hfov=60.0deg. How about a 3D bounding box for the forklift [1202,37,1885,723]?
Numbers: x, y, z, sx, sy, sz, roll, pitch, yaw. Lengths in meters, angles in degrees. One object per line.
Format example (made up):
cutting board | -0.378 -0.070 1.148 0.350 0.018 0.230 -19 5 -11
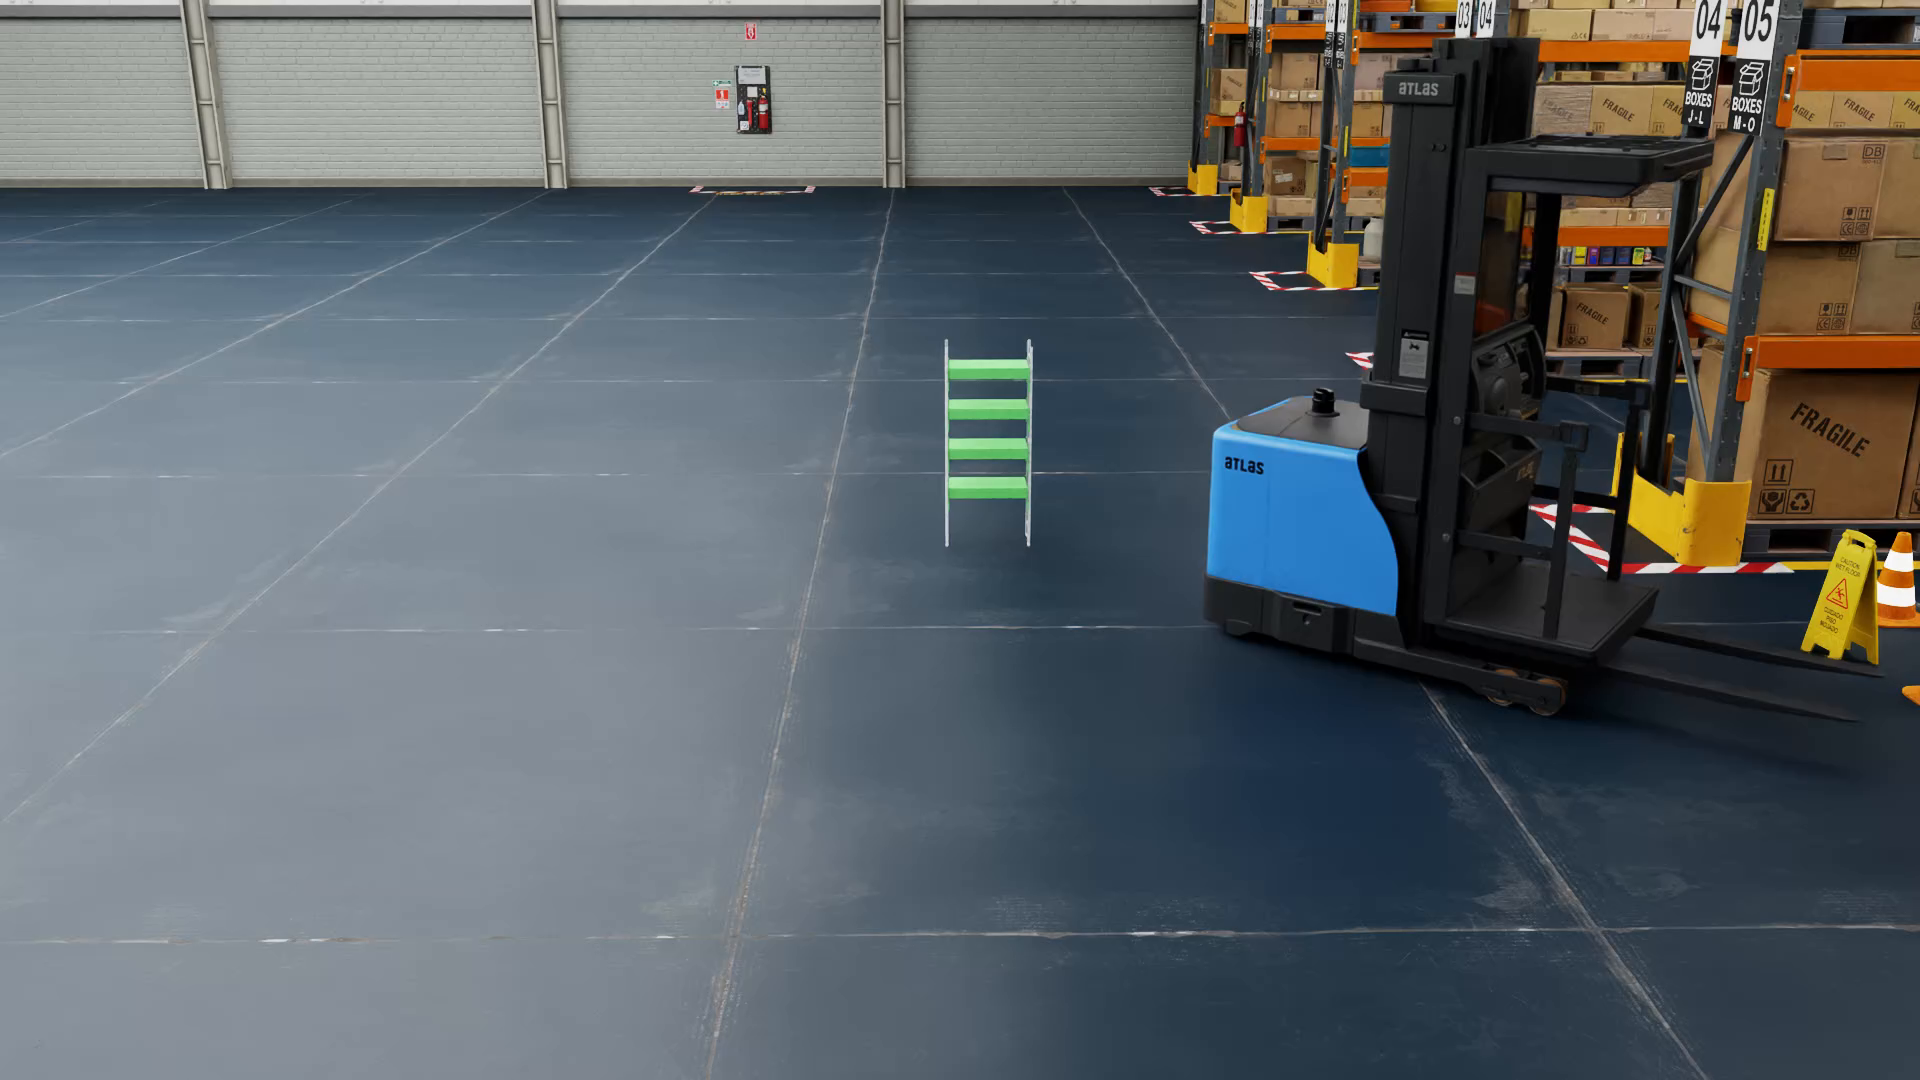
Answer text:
forklift | 2.736 -0.781 7.683 3.031 2.935 1.130 13 22 34

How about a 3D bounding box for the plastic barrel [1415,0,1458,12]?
plastic barrel | 5.437 -6.244 18.695 0.600 0.588 0.600 0 18 0

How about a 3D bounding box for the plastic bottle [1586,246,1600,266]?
plastic bottle | 7.305 -3.311 19.187 0.133 0.283 0.061 1 18 3

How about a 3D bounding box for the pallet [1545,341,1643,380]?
pallet | 5.266 -1.635 14.798 1.213 0.211 1.003 0 18 -1

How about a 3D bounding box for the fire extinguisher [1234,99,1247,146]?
fire extinguisher | 4.099 -6.099 24.276 0.183 0.674 0.296 0 18 -1

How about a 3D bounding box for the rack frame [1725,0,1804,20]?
rack frame | 4.354 -4.310 8.752 0.127 3.000 1.000 0 18 -1

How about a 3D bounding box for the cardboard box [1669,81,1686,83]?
cardboard box | 6.423 -3.718 14.440 0.500 0.500 0.500 0 18 -1

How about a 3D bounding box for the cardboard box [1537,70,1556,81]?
cardboard box | 9.868 -7.789 28.534 0.500 0.500 0.700 2 18 7

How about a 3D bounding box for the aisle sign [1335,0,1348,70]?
aisle sign | 4.232 -5.630 18.431 0.004 0.787 0.394 0 18 -1

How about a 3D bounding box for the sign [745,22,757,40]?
sign | -3.652 -8.880 29.024 0.199 0.298 0.001 0 18 -1

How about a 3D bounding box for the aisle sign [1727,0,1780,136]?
aisle sign | 4.288 -2.600 8.985 0.004 0.787 0.394 0 18 -1

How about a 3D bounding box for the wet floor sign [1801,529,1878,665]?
wet floor sign | 4.357 0.272 8.142 0.232 0.644 0.267 -3 18 -10

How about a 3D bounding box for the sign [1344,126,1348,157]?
sign | 4.303 -4.445 18.542 0.005 0.325 0.100 0 18 -1

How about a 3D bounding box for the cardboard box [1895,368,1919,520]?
cardboard box | 5.911 -0.670 10.017 0.875 0.875 0.875 -1 18 -2

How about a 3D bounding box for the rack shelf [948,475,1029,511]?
rack shelf | 0.166 -0.283 9.960 0.480 0.148 0.258 0 18 -1

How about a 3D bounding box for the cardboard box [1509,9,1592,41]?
cardboard box | 4.863 -4.249 13.718 0.500 0.250 0.500 0 18 1

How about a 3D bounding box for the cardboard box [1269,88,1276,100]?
cardboard box | 4.603 -6.411 23.897 0.250 0.149 0.380 -1 18 -2

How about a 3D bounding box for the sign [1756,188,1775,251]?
sign | 4.357 -1.734 8.995 0.005 0.325 0.100 0 18 -1

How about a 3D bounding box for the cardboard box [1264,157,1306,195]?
cardboard box | 4.756 -5.336 24.357 0.500 0.500 0.500 0 18 -1

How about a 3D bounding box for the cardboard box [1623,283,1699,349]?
cardboard box | 6.225 -1.987 14.736 0.500 0.500 0.500 1 18 4

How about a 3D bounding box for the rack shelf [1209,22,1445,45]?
rack shelf | 6.142 -8.603 28.222 4.000 0.370 1.077 0 18 -1

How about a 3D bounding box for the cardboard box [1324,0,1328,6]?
cardboard box | 5.372 -7.704 23.571 0.500 0.250 0.500 0 18 -1

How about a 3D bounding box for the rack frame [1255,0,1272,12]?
rack frame | 4.224 -8.851 22.908 0.127 3.000 1.000 0 18 -1

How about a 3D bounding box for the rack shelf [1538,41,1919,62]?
rack shelf | 6.377 -4.064 14.074 4.000 0.370 1.077 0 18 -1

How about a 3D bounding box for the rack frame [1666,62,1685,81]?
rack frame | 12.142 -7.546 28.660 0.127 3.000 1.000 0 18 -1

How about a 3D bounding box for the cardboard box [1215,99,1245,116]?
cardboard box | 4.635 -7.351 28.265 0.500 0.250 0.500 -1 18 -2

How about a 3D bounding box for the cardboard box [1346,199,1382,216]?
cardboard box | 5.764 -4.826 23.994 0.500 0.250 0.500 0 18 -1

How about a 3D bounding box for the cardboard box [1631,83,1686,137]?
cardboard box | 5.931 -3.557 13.937 0.500 0.500 0.500 0 18 -1

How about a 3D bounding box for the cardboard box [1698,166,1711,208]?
cardboard box | 6.426 -3.180 14.398 0.500 0.500 0.875 0 18 -1

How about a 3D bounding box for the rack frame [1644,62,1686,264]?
rack frame | 8.298 -4.501 19.168 0.127 3.000 1.000 0 18 -1

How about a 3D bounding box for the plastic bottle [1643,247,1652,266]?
plastic bottle | 7.941 -3.281 19.226 0.097 0.201 0.097 0 18 0

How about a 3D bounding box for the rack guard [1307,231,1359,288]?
rack guard | 4.374 -3.306 19.536 0.348 0.500 1.175 0 18 -1

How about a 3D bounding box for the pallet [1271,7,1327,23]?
pallet | 4.932 -7.376 23.365 1.213 0.211 1.003 0 18 -1

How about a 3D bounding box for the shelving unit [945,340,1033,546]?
shelving unit | 0.166 -0.572 9.867 0.503 1.200 0.258 0 18 -1

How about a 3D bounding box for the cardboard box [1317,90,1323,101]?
cardboard box | 5.134 -6.290 23.519 0.250 0.149 0.380 0 18 -1

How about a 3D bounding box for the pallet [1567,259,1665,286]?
pallet | 7.626 -3.183 19.623 1.213 0.211 1.003 0 18 -1

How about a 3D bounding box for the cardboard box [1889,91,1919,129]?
cardboard box | 7.931 -3.567 13.970 0.500 0.500 0.500 0 18 -1

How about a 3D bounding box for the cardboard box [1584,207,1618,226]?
cardboard box | 5.416 -2.777 14.206 0.250 0.149 0.380 0 18 -1

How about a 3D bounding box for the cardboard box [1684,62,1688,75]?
cardboard box | 12.628 -8.026 28.244 0.500 0.250 0.500 0 18 0

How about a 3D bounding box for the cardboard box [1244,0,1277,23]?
cardboard box | 5.018 -8.910 27.805 0.500 0.500 0.500 1 18 3

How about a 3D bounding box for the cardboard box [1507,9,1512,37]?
cardboard box | 4.855 -4.406 14.206 0.500 0.250 0.500 0 18 0

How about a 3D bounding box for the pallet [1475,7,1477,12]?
pallet | 7.372 -7.388 23.402 1.213 0.211 1.003 0 18 -1

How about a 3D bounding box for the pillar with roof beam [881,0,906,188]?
pillar with roof beam | -1.103 -9.288 24.269 0.400 9.000 9.100 0 18 -1

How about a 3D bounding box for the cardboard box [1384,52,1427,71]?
cardboard box | 6.275 -6.668 23.635 0.500 0.500 0.700 0 18 -1

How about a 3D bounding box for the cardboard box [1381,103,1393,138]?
cardboard box | 6.239 -6.049 23.829 0.500 0.500 0.700 0 18 1

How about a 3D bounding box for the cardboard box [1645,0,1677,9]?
cardboard box | 5.684 -4.436 13.649 0.250 0.149 0.380 0 18 -1

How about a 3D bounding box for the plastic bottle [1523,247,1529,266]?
plastic bottle | 6.559 -3.308 19.195 0.097 0.271 0.097 0 18 0

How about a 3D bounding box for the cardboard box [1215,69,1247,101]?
cardboard box | 4.625 -7.713 28.167 0.500 0.500 0.500 0 18 -1

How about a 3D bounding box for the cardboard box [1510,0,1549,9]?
cardboard box | 4.656 -4.446 13.680 0.250 0.149 0.380 0 18 -1

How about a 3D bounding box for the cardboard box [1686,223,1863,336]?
cardboard box | 4.725 -1.541 9.694 0.550 0.550 0.875 0 18 -1

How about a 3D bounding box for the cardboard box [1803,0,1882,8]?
cardboard box | 4.702 -2.914 8.869 0.250 0.149 0.380 0 18 0
